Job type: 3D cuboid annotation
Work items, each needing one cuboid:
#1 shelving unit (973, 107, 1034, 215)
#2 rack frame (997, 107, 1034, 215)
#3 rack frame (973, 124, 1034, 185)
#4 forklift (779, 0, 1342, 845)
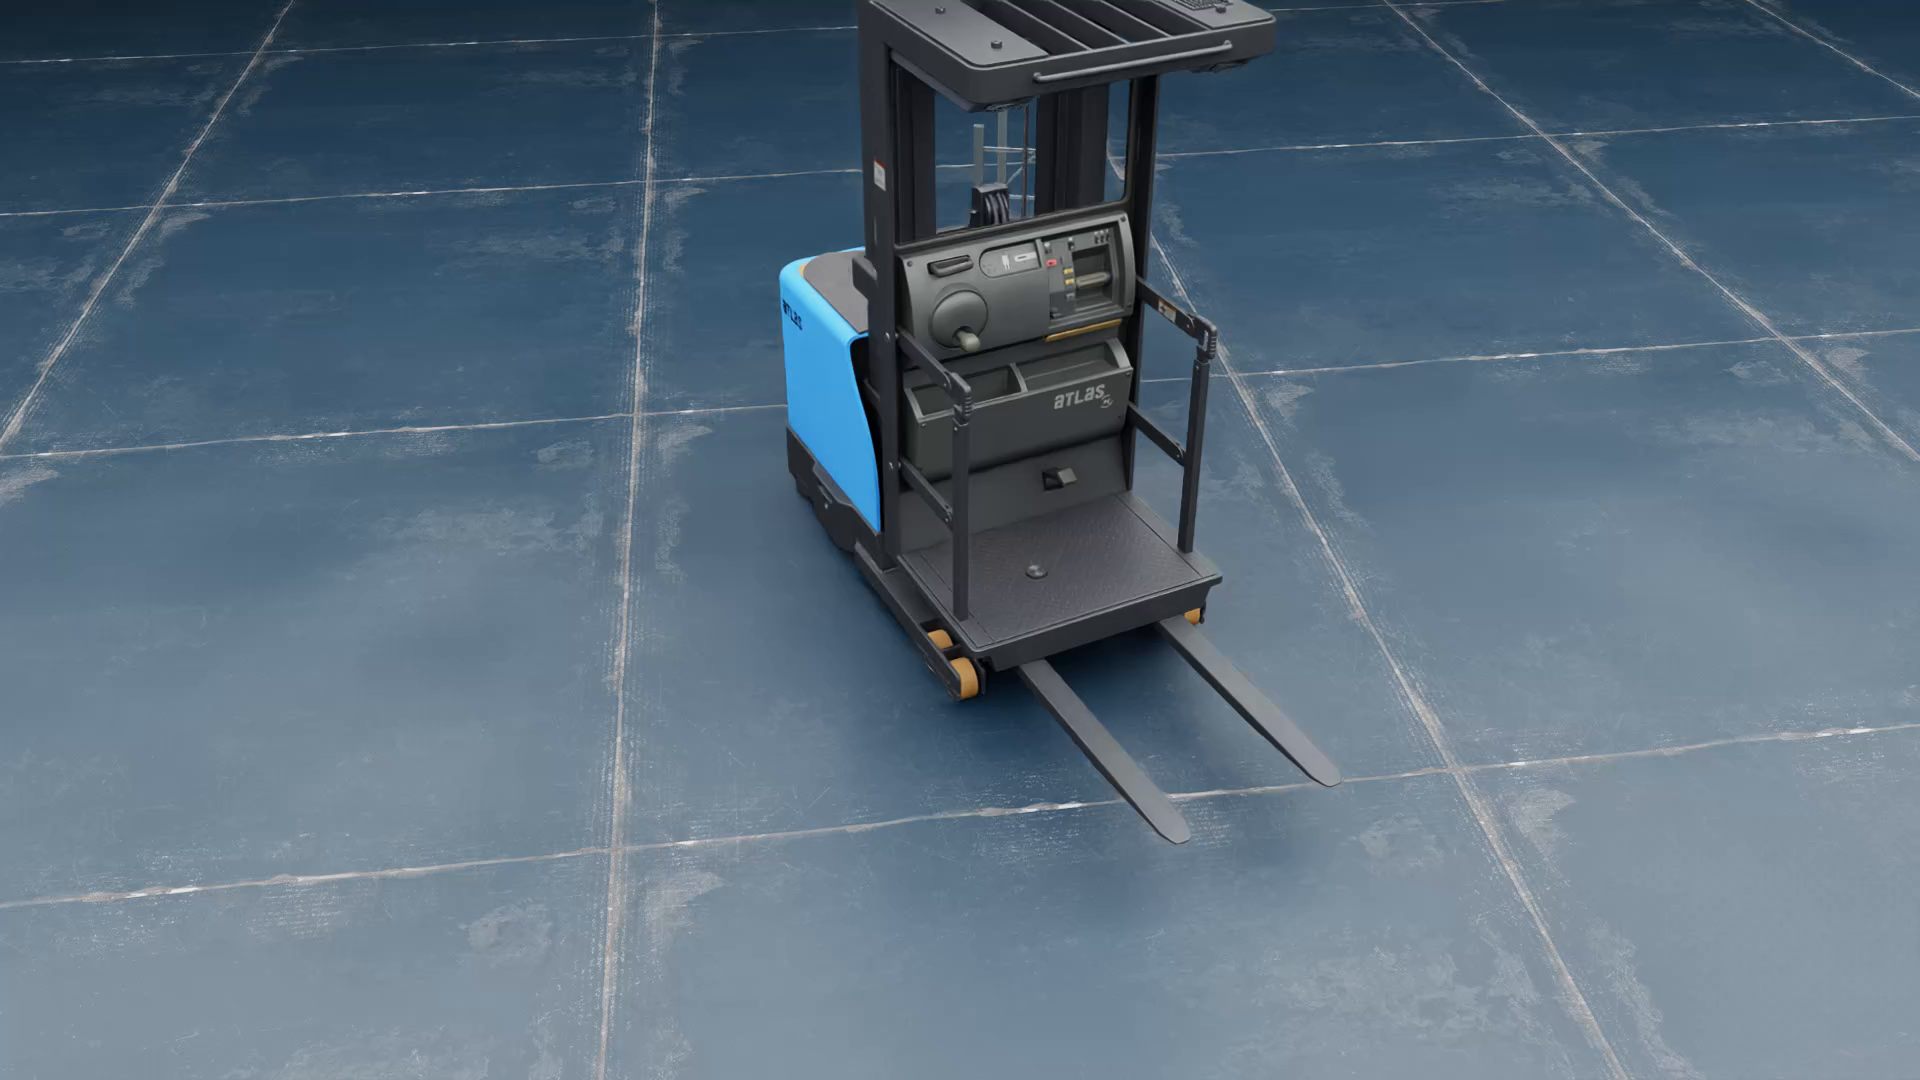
[{"bbox_3d":[0.371,-1.453,8.050,0.538,1.500,1.048,4,34,6],"label":"shelving unit"},{"bbox_3d":[0.437,-1.737,8.467,0.500,1.500,0.032,4,34,6],"label":"rack frame"},{"bbox_3d":[0.306,-1.169,7.633,0.500,1.500,0.032,4,34,6],"label":"rack frame"},{"bbox_3d":[0.324,-0.884,5.945,1.130,2.935,3.031,-16,37,-22],"label":"forklift"}]
